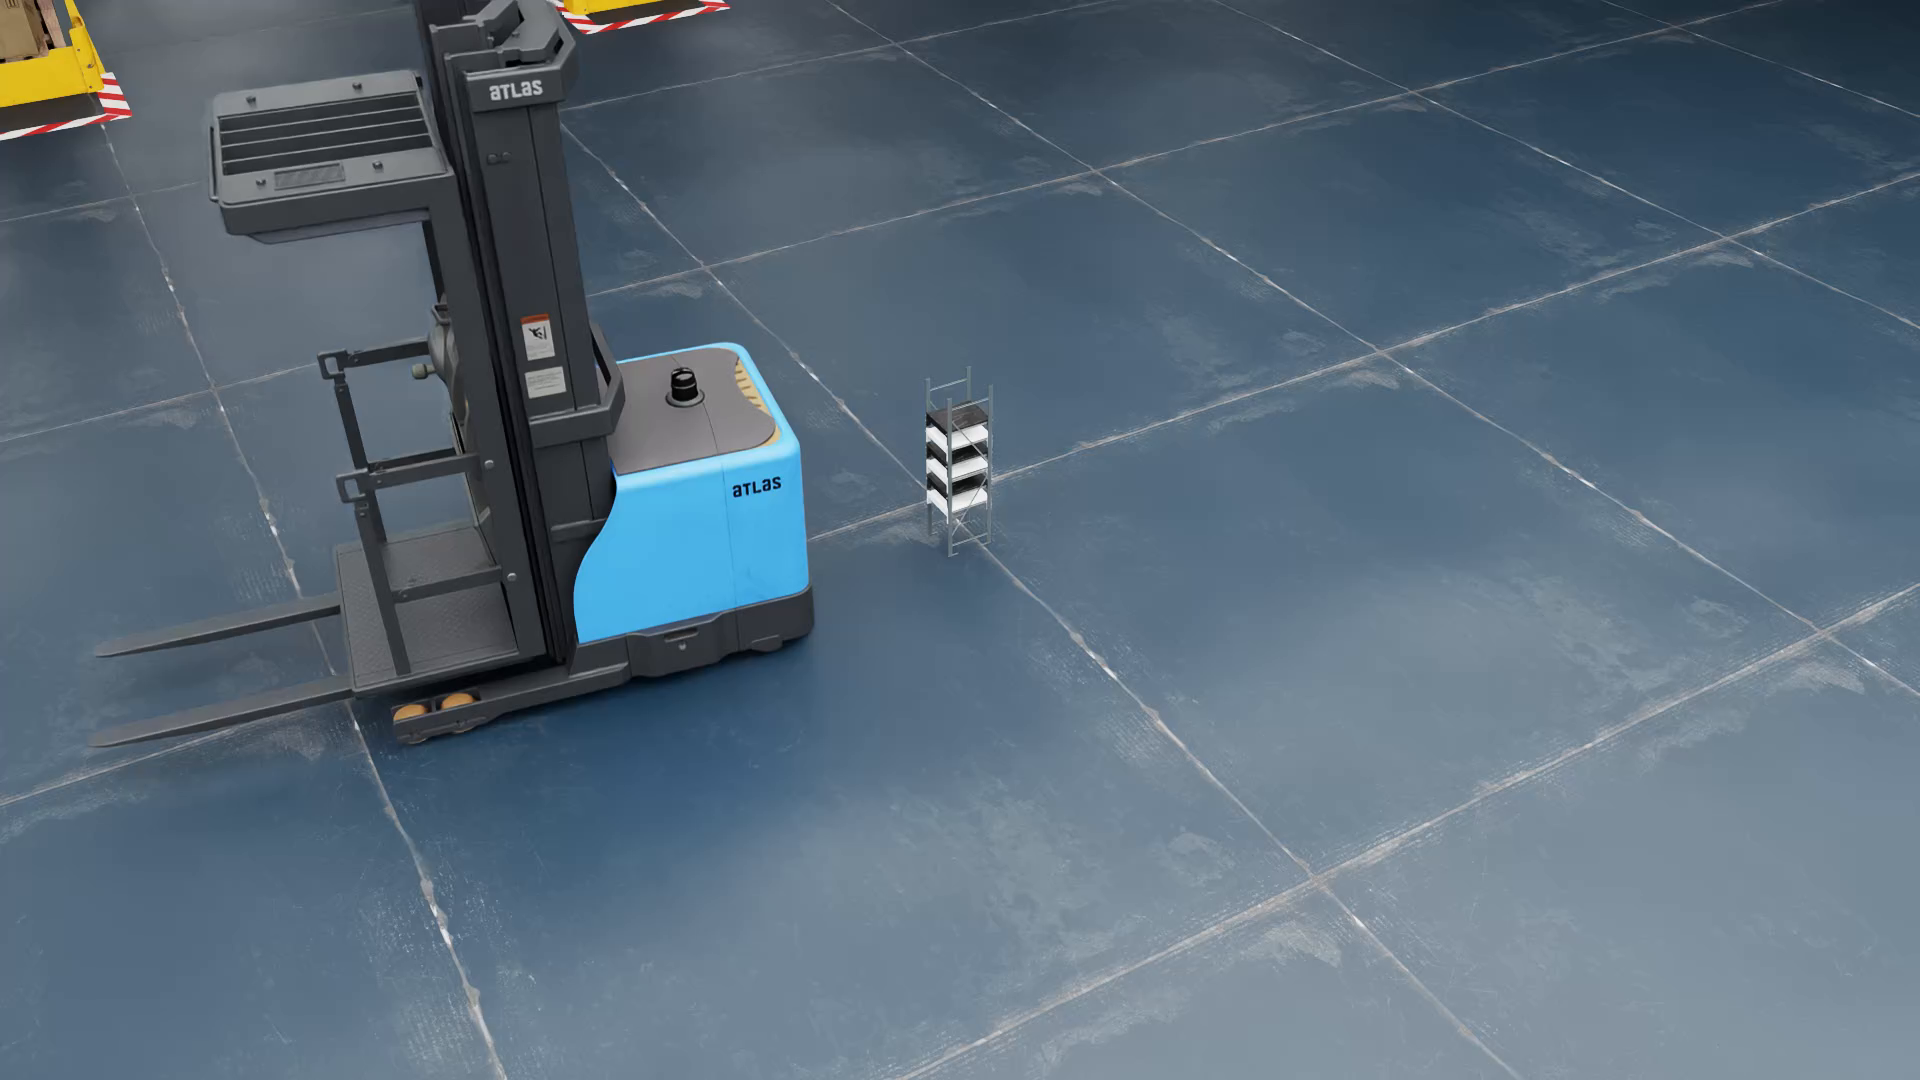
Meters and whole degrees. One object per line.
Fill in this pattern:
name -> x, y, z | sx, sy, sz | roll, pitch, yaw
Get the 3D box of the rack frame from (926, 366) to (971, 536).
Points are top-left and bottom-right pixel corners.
rack frame -> -0.055, -0.419, 8.061 | 0.240, 0.900, 0.006 | -19, 40, -24

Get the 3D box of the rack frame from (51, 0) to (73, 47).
rack frame -> -7.291, -4.635, 12.053 | 1.000, 3.000, 0.127 | -19, 40, -24

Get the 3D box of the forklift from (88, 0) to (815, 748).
forklift -> -2.235, -0.673, 6.686 | 3.031, 2.935, 1.130 | -13, 38, -17

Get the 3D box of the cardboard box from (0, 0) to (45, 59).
cardboard box -> -7.590, -4.118, 13.109 | 0.500, 0.500, 0.500 | -12, 38, -16

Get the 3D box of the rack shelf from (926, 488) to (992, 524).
rack shelf -> -0.004, -0.195, 8.116 | 0.258, 0.077, 0.200 | -19, 40, -24

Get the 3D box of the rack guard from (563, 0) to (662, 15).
rack guard -> -2.939, -5.031, 14.715 | 1.175, 0.500, 0.348 | -19, 40, -24

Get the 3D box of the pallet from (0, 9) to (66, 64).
pallet -> -7.706, -3.972, 13.510 | 1.003, 0.211, 1.213 | -19, 40, -24

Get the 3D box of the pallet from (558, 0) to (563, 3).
pallet -> -3.421, -5.311, 15.343 | 1.003, 0.211, 1.213 | -19, 40, -24

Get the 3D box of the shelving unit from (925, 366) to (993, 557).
shelving unit -> -0.004, -0.368, 7.990 | 0.258, 0.900, 0.210 | -19, 40, -24

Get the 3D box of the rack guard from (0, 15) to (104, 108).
rack guard -> -7.329, -3.664, 12.843 | 1.175, 0.500, 0.348 | -19, 40, -24

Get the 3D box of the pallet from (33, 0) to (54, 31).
pallet -> -8.315, -4.594, 14.361 | 1.003, 0.211, 1.213 | -19, 40, -24

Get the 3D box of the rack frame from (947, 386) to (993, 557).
rack frame -> 0.047, -0.316, 7.919 | 0.240, 0.900, 0.006 | -19, 40, -24

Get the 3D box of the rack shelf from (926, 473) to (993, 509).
rack shelf -> -0.004, -0.268, 8.063 | 0.258, 0.077, 0.200 | -19, 40, -24

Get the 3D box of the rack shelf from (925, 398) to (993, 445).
rack shelf -> -0.004, -0.559, 7.851 | 0.258, 0.077, 0.200 | -19, 40, -24

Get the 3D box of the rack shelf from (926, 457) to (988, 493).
rack shelf -> -0.004, -0.341, 8.010 | 0.258, 0.077, 0.200 | -19, 40, -24

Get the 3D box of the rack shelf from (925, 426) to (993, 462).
rack shelf -> -0.004, -0.486, 7.904 | 0.258, 0.077, 0.200 | -19, 40, -24

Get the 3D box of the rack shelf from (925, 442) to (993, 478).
rack shelf -> -0.004, -0.413, 7.957 | 0.258, 0.077, 0.200 | -19, 40, -24
